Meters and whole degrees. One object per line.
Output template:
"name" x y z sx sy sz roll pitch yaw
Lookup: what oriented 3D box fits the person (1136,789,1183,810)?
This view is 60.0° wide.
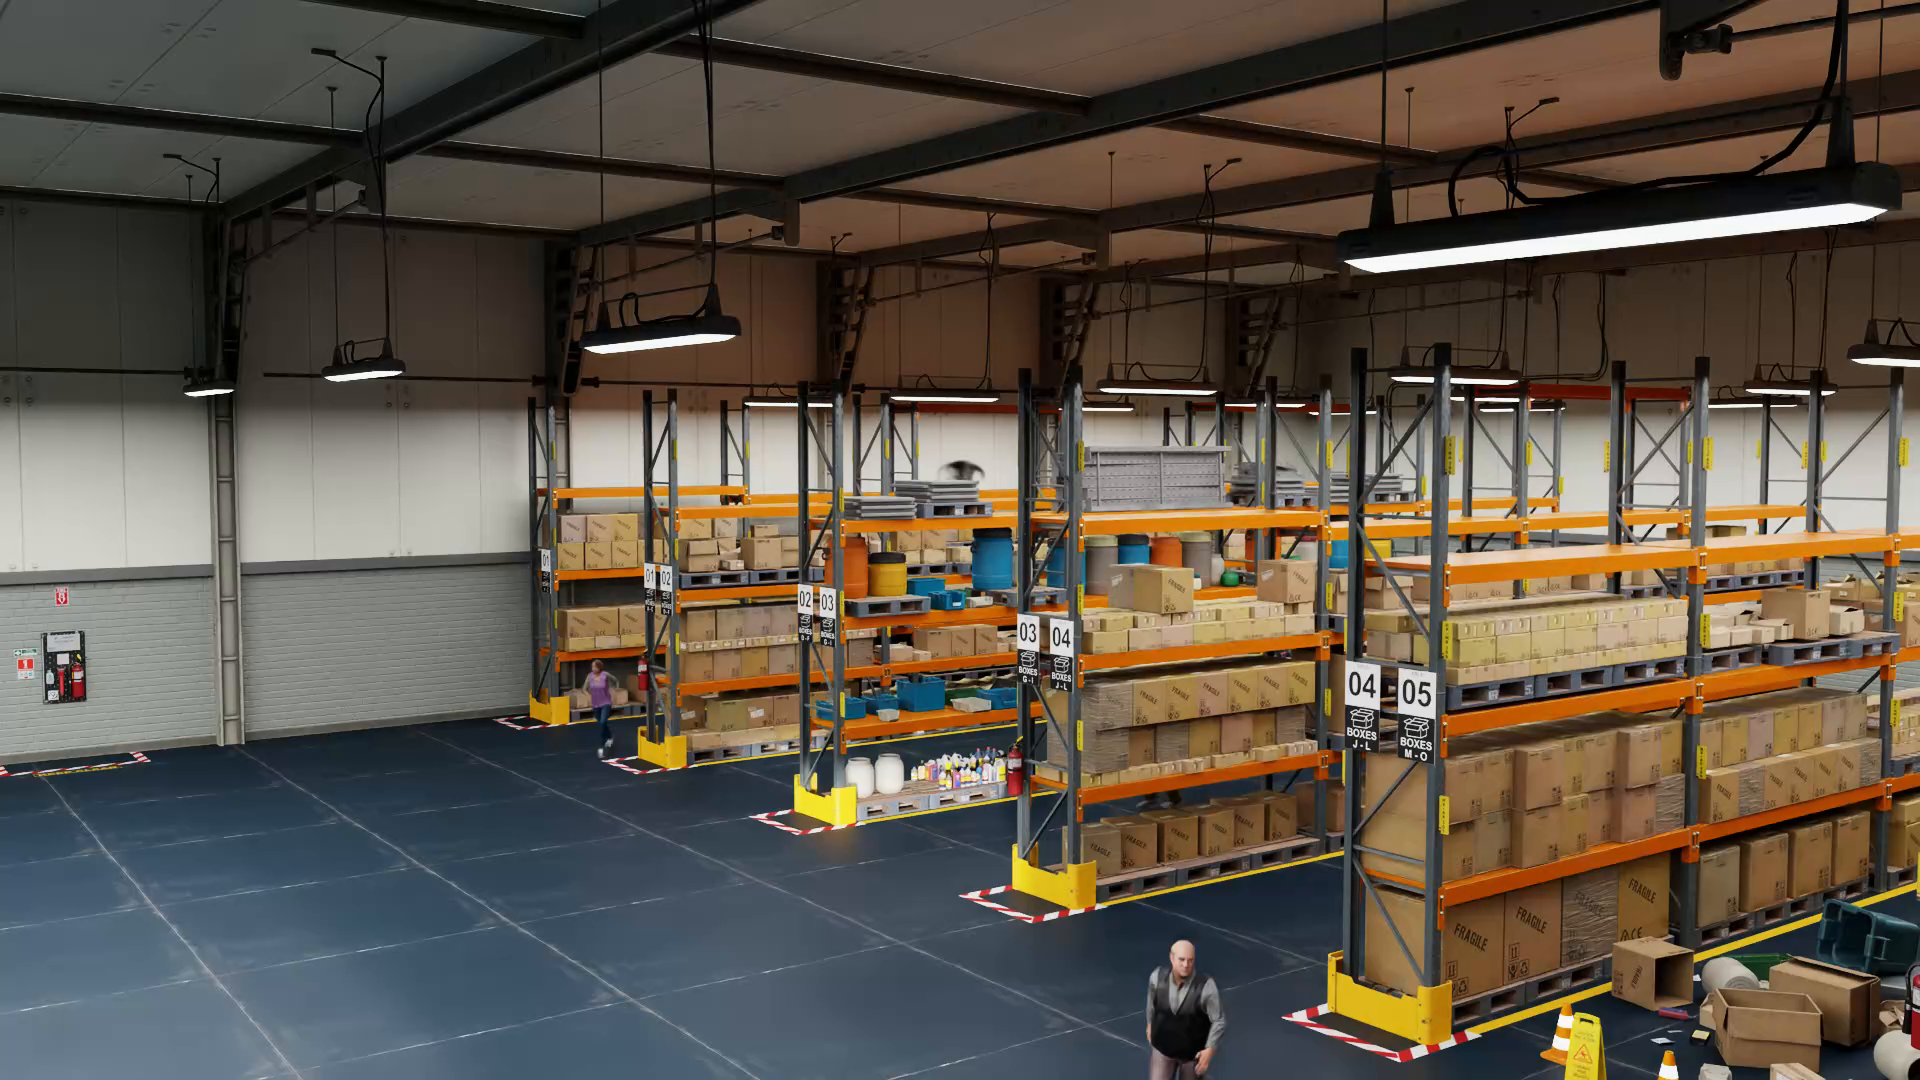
"person" 2.796 2.939 23.201 0.810 1.737 0.683 -2 4 -32

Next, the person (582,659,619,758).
"person" -5.934 2.800 27.535 0.548 1.486 0.898 1 3 11

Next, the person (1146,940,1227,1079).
"person" 1.570 3.621 11.699 0.634 1.669 0.804 1 4 17
